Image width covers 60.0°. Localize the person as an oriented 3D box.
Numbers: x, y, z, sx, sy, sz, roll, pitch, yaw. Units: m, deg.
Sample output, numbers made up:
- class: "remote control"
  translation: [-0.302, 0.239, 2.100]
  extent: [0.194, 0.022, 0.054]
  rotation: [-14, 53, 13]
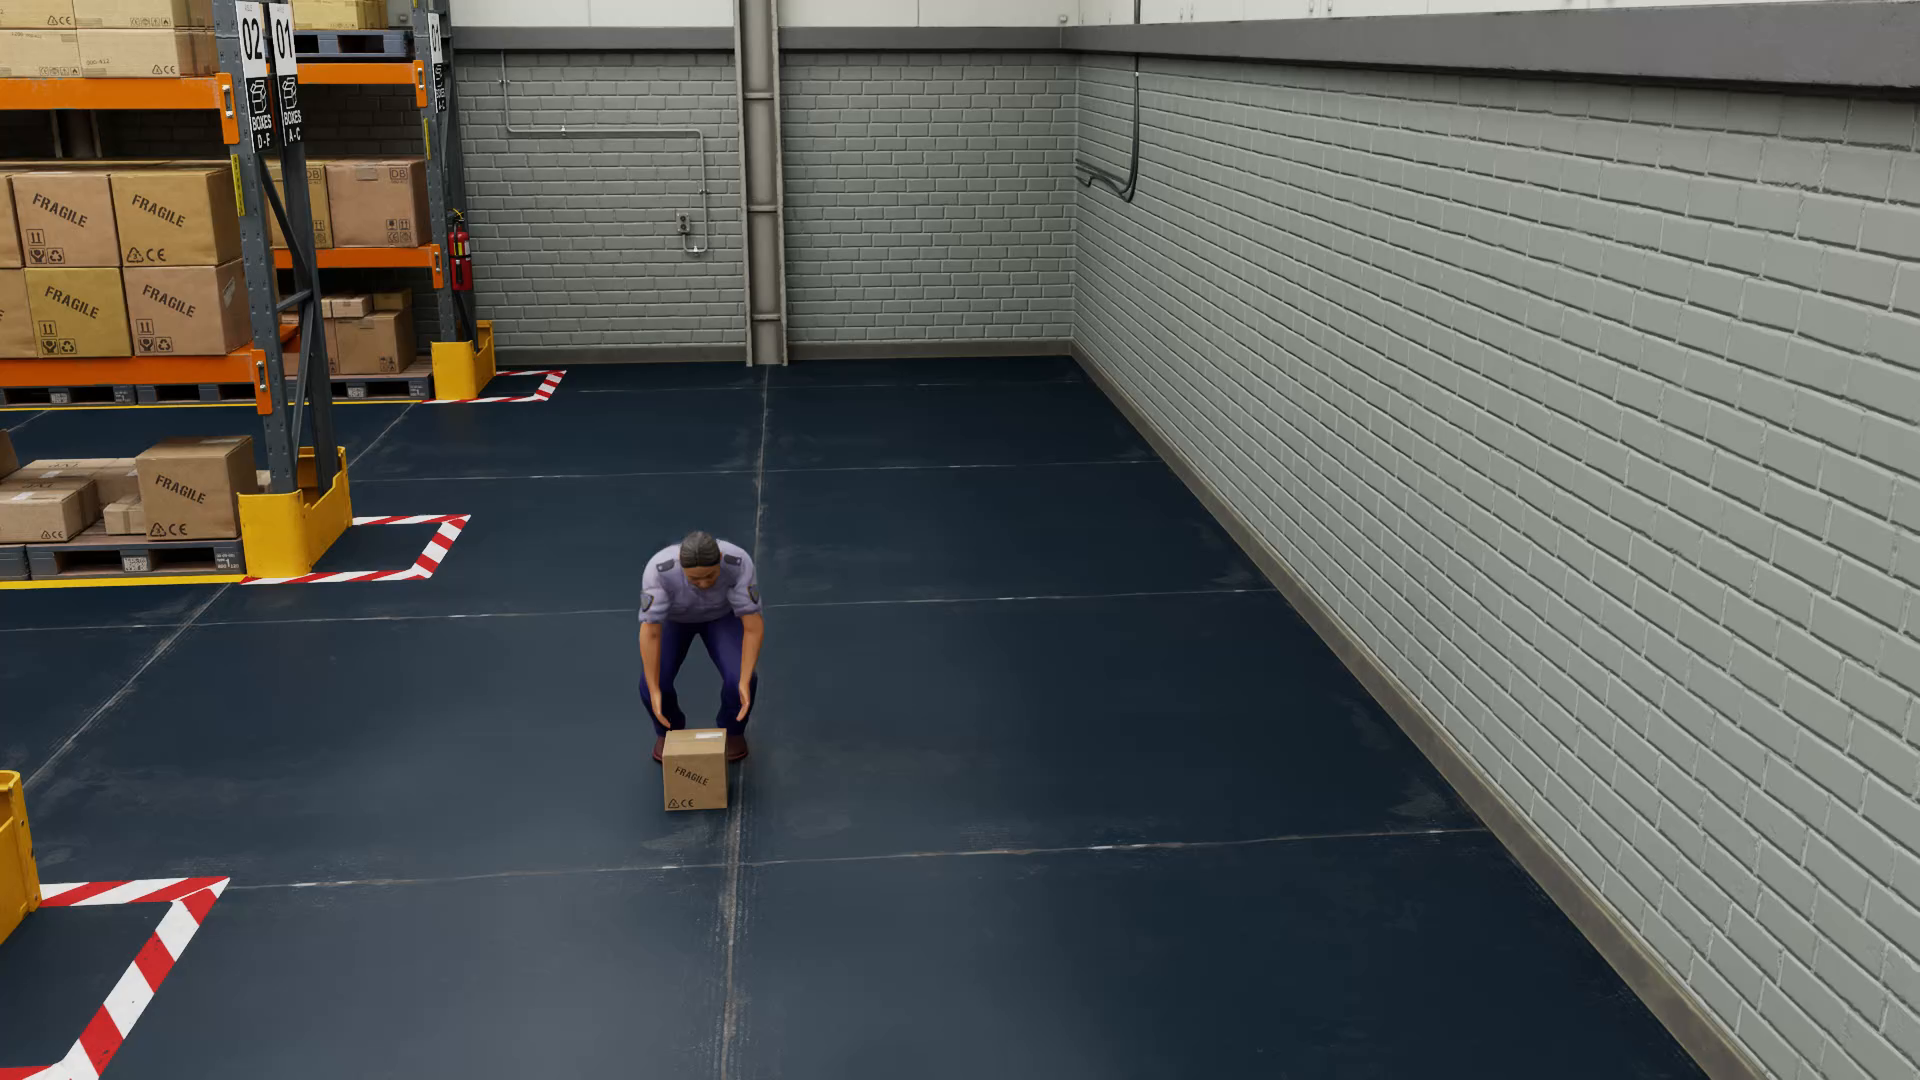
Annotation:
- class: "person"
  translation: [-1.104, 0.419, 7.117]
  extent: [0.540, 1.114, 0.771]
  rotation: [-2, 17, -6]
